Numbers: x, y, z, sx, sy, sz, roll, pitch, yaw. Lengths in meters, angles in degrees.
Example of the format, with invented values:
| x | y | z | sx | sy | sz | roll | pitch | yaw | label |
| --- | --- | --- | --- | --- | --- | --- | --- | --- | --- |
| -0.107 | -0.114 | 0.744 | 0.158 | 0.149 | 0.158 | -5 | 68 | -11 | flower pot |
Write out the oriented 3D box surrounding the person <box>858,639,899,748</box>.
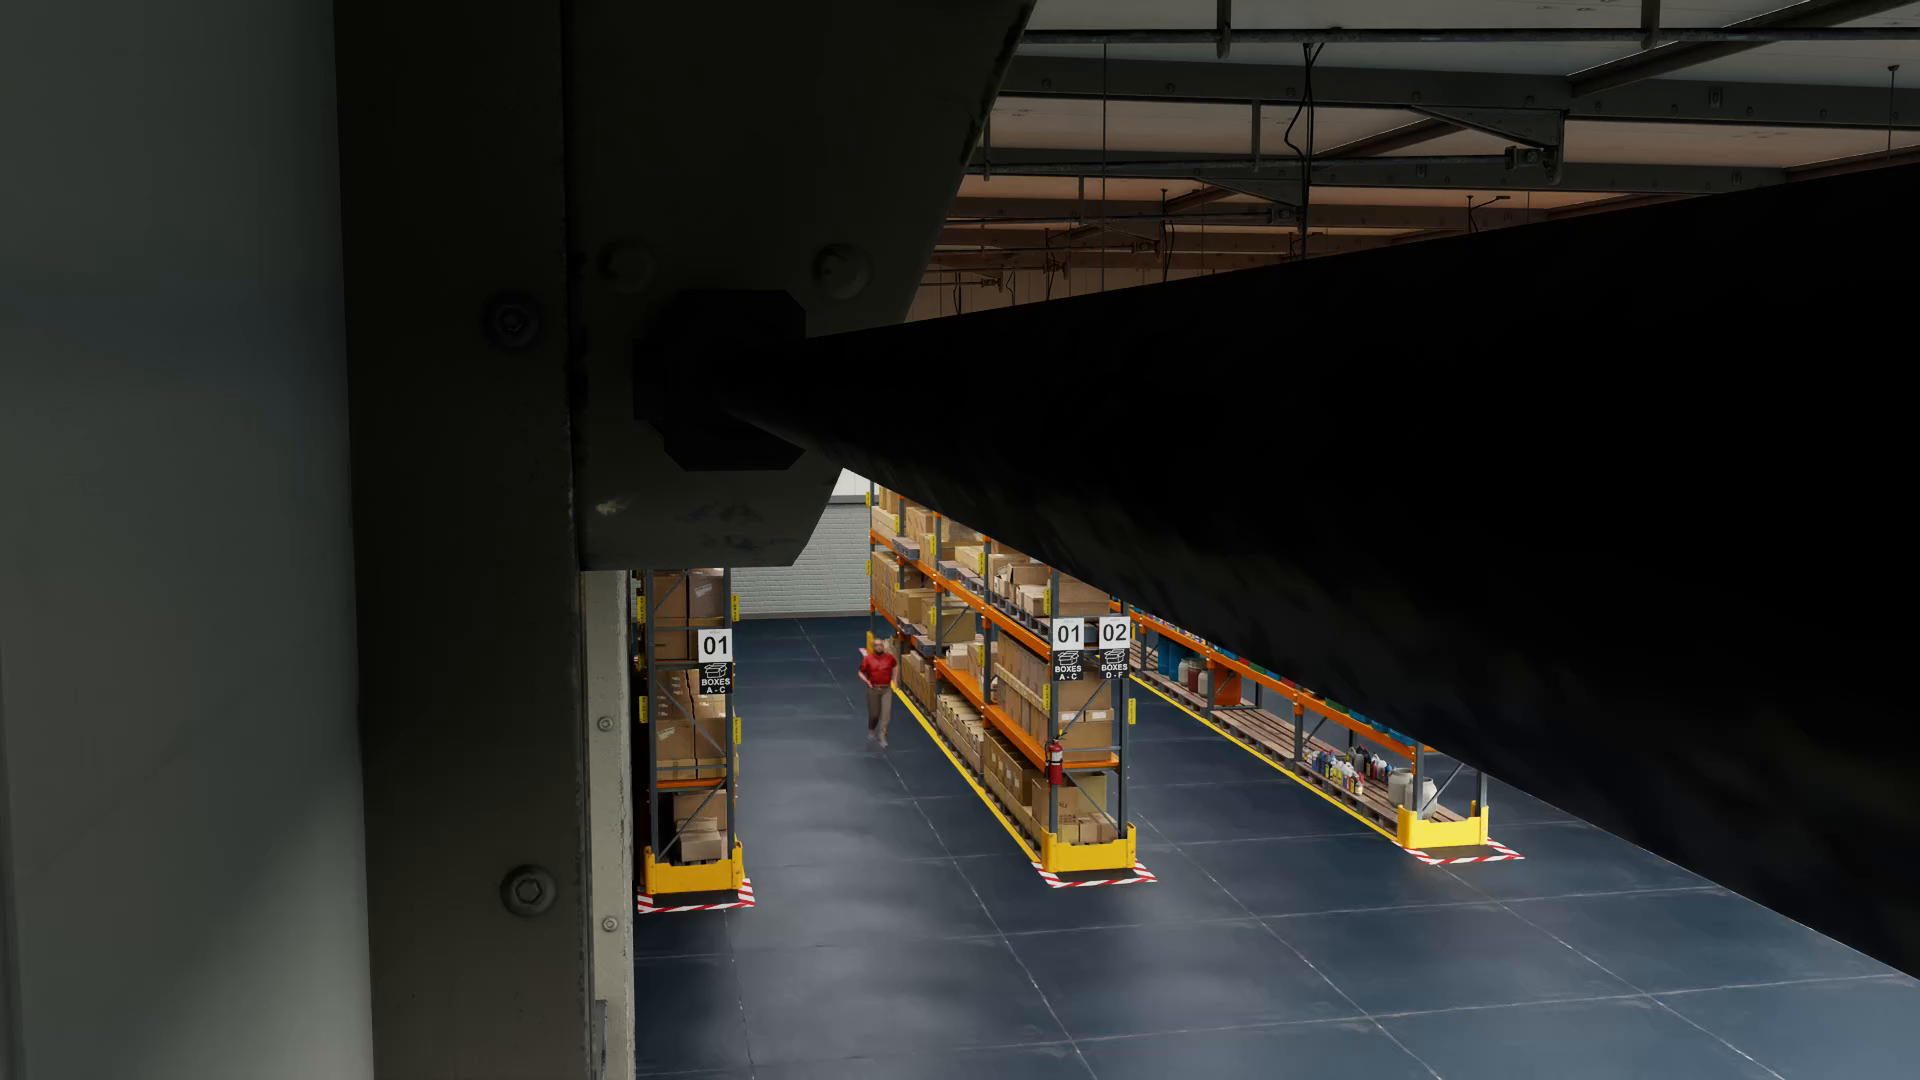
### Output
| x | y | z | sx | sy | sz | roll | pitch | yaw | label |
| --- | --- | --- | --- | --- | --- | --- | --- | --- | --- |
| -1.276 | 2.430 | 26.640 | 0.677 | 1.700 | 0.822 | -1 | 6 | -13 | person |
